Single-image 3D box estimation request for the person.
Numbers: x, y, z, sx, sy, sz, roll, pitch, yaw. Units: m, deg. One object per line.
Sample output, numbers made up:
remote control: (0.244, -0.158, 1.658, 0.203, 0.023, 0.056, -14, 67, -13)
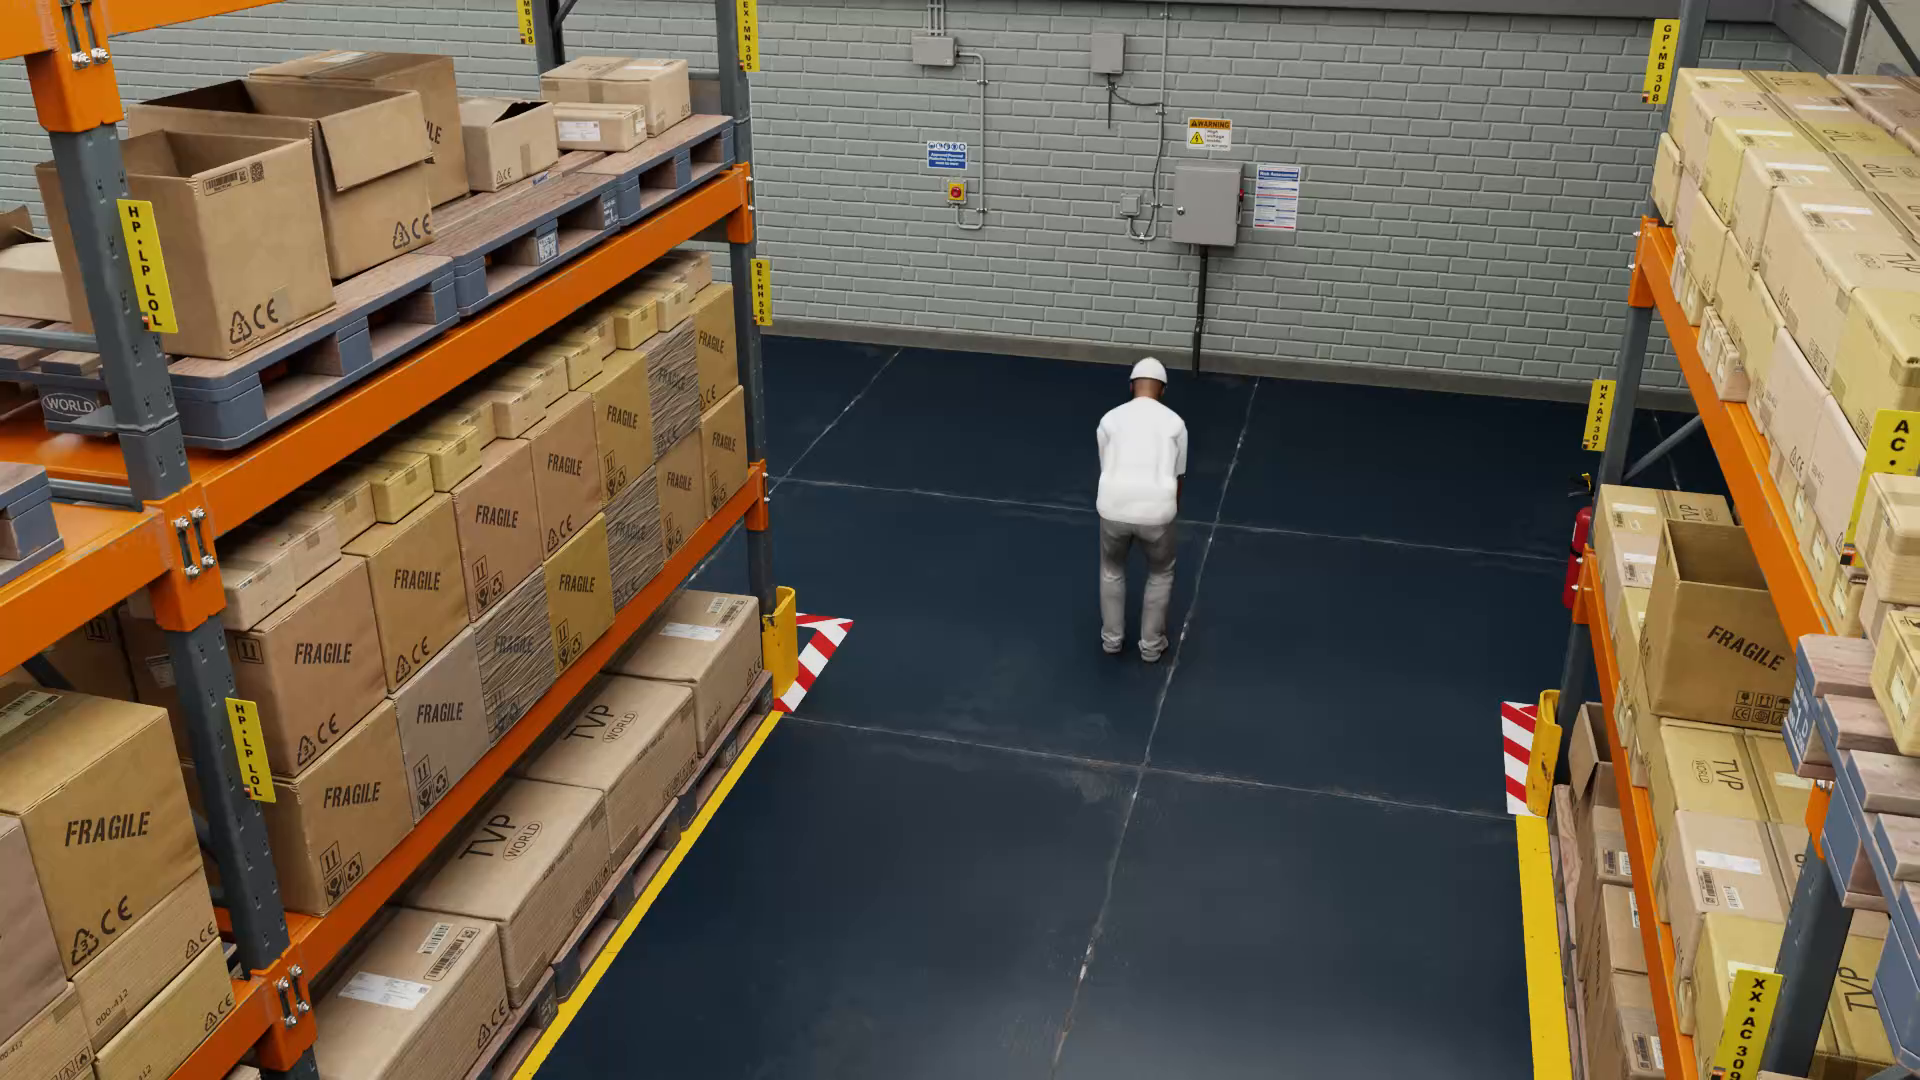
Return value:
person: (0.980, -0.170, 9.148, 0.489, 1.588, 0.763, 6, 26, 12)
